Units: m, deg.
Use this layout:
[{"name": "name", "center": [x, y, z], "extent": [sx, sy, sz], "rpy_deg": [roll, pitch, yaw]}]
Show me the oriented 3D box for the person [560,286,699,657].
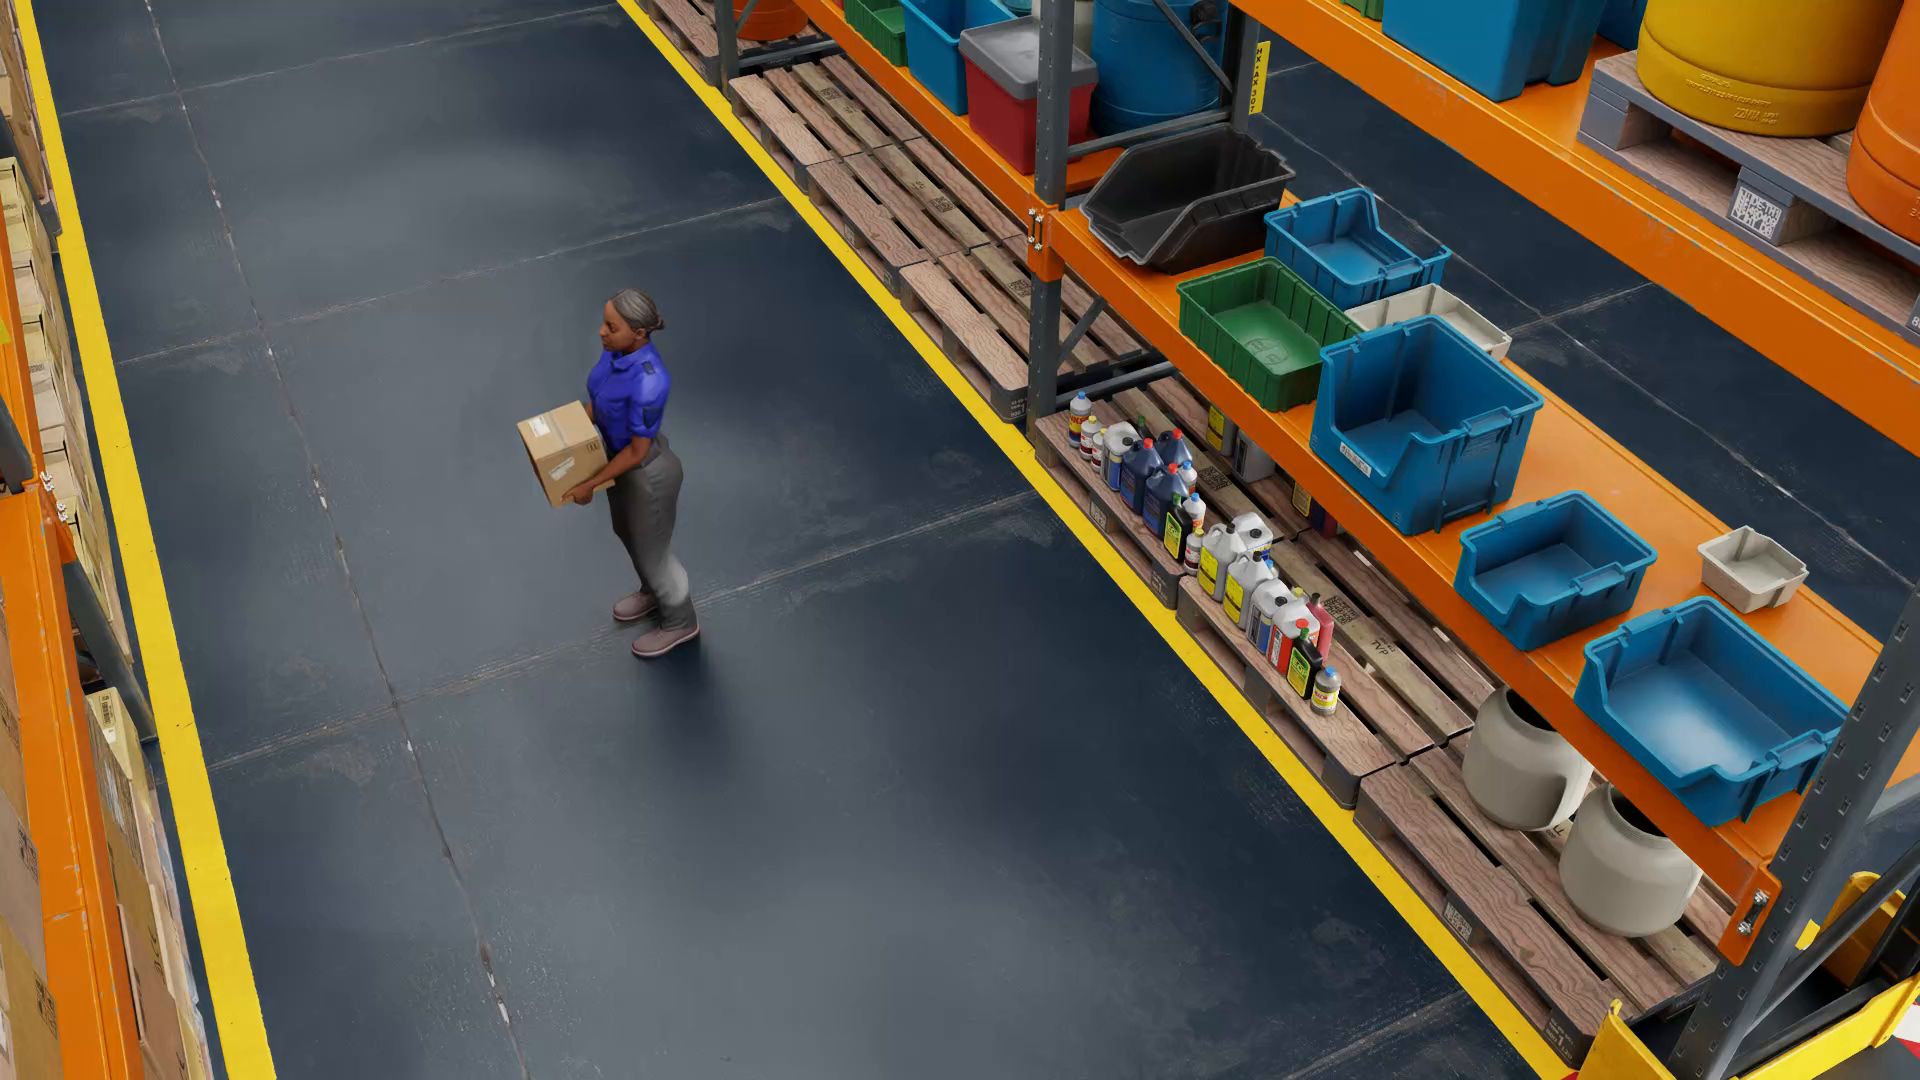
[{"name": "person", "center": [-1.321, -0.238, 6.450], "extent": [0.523, 1.634, 0.450], "rpy_deg": [-18, 45, -19]}]
